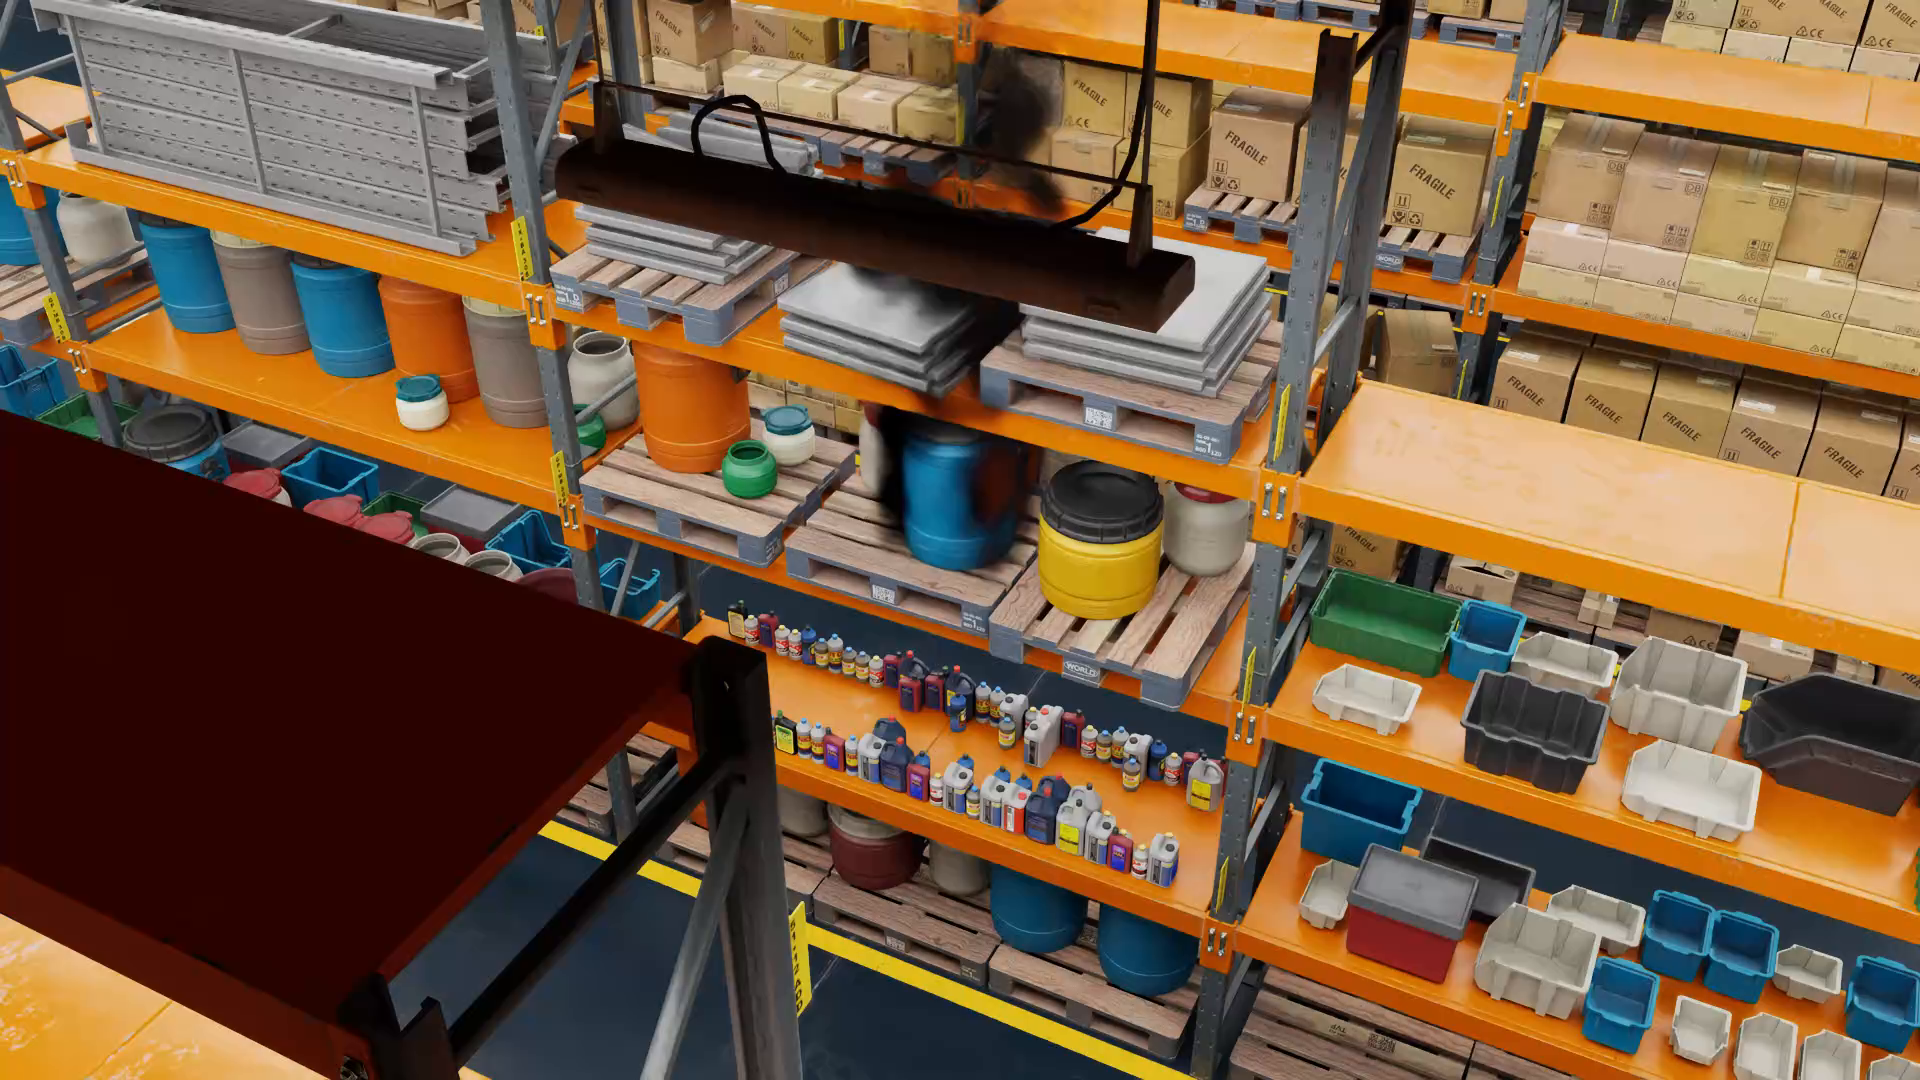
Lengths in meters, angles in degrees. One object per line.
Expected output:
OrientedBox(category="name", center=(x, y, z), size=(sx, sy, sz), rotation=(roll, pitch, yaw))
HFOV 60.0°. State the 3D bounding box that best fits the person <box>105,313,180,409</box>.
OrientedBox(category="person", center=(-7.014, -1.393, 14.408), size=(1.032, 1.735, 0.543), rotation=(19, 39, 25))
